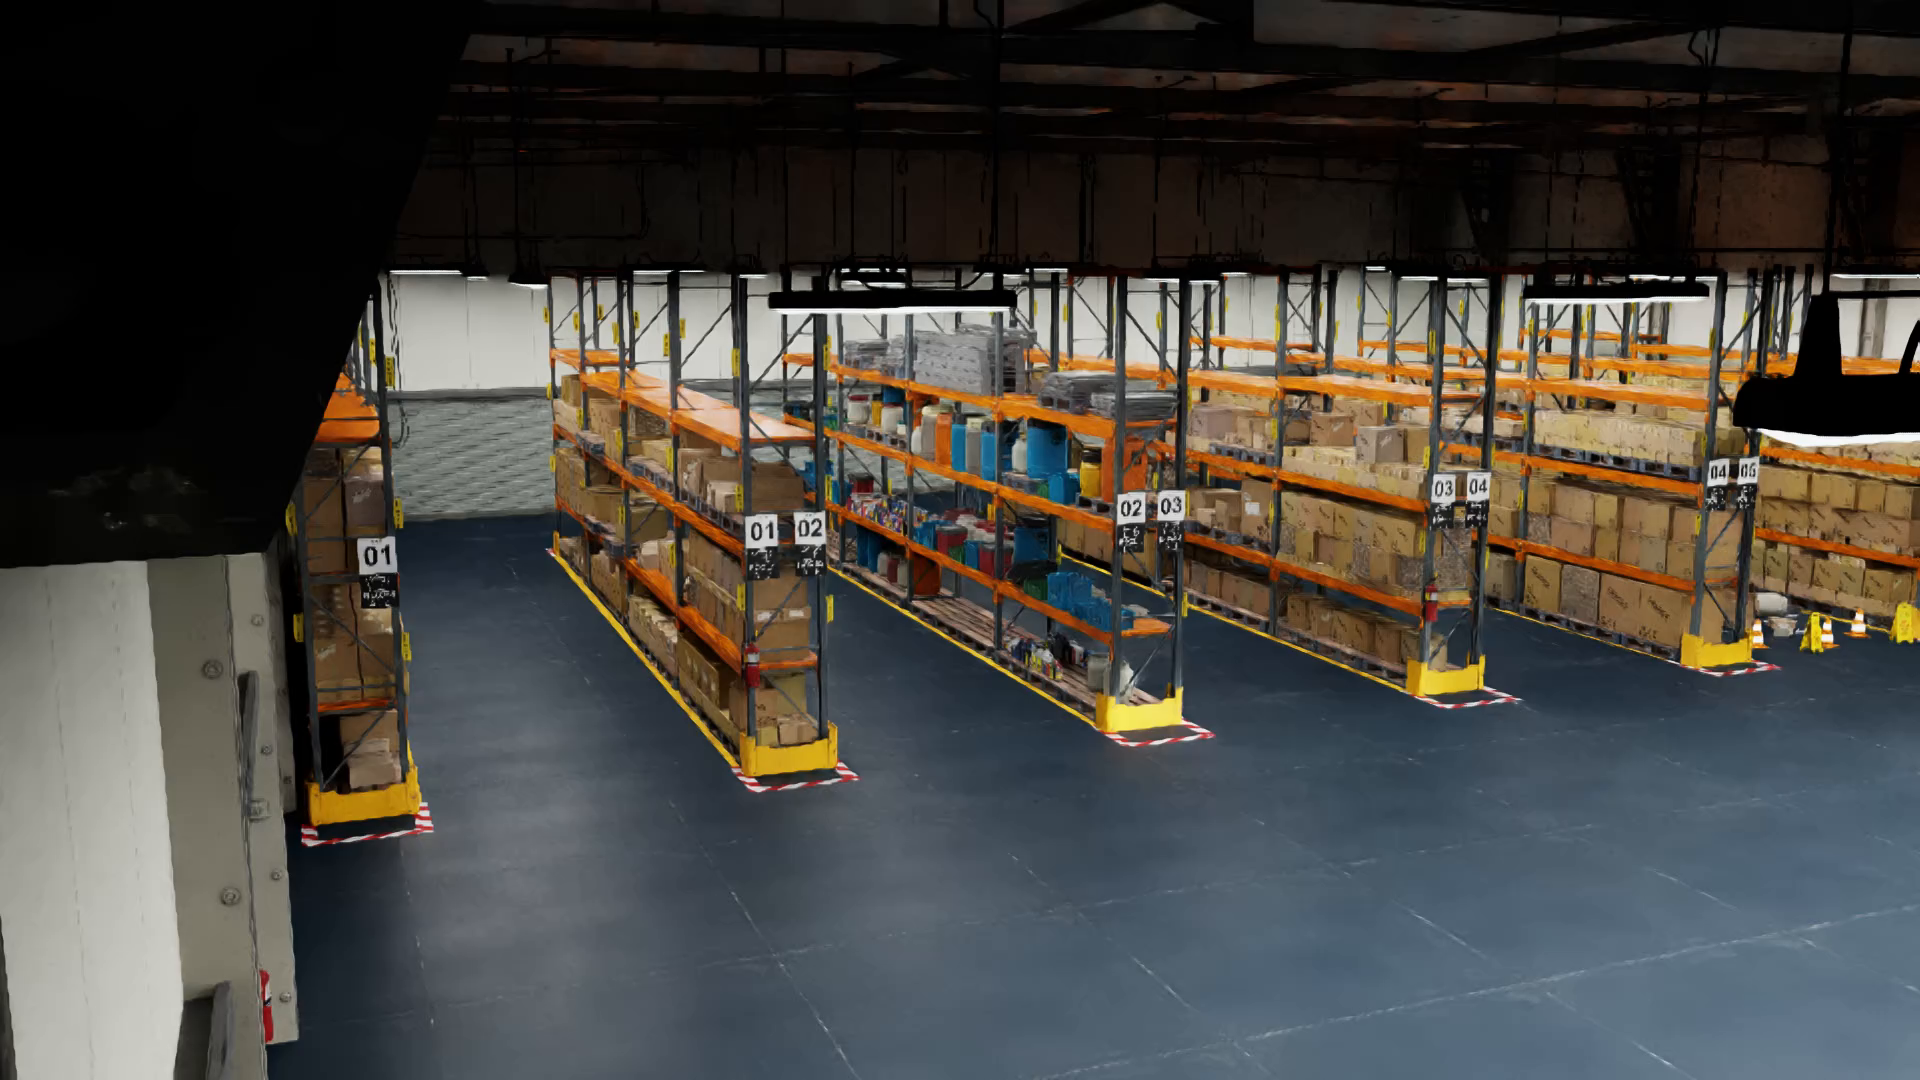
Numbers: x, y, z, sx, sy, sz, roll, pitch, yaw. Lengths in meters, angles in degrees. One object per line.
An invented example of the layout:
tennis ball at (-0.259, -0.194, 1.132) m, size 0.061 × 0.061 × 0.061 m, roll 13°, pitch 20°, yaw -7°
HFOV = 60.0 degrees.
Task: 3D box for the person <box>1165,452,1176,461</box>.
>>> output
person at (5.365, -1.932, 42.625) m, size 0.551 × 1.786 × 0.711 m, roll 8°, pitch 13°, yaw 39°

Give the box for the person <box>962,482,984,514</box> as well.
person at (0.257, -1.456, 39.978) m, size 0.593 × 1.762 × 0.612 m, roll 7°, pitch 12°, yaw 36°
